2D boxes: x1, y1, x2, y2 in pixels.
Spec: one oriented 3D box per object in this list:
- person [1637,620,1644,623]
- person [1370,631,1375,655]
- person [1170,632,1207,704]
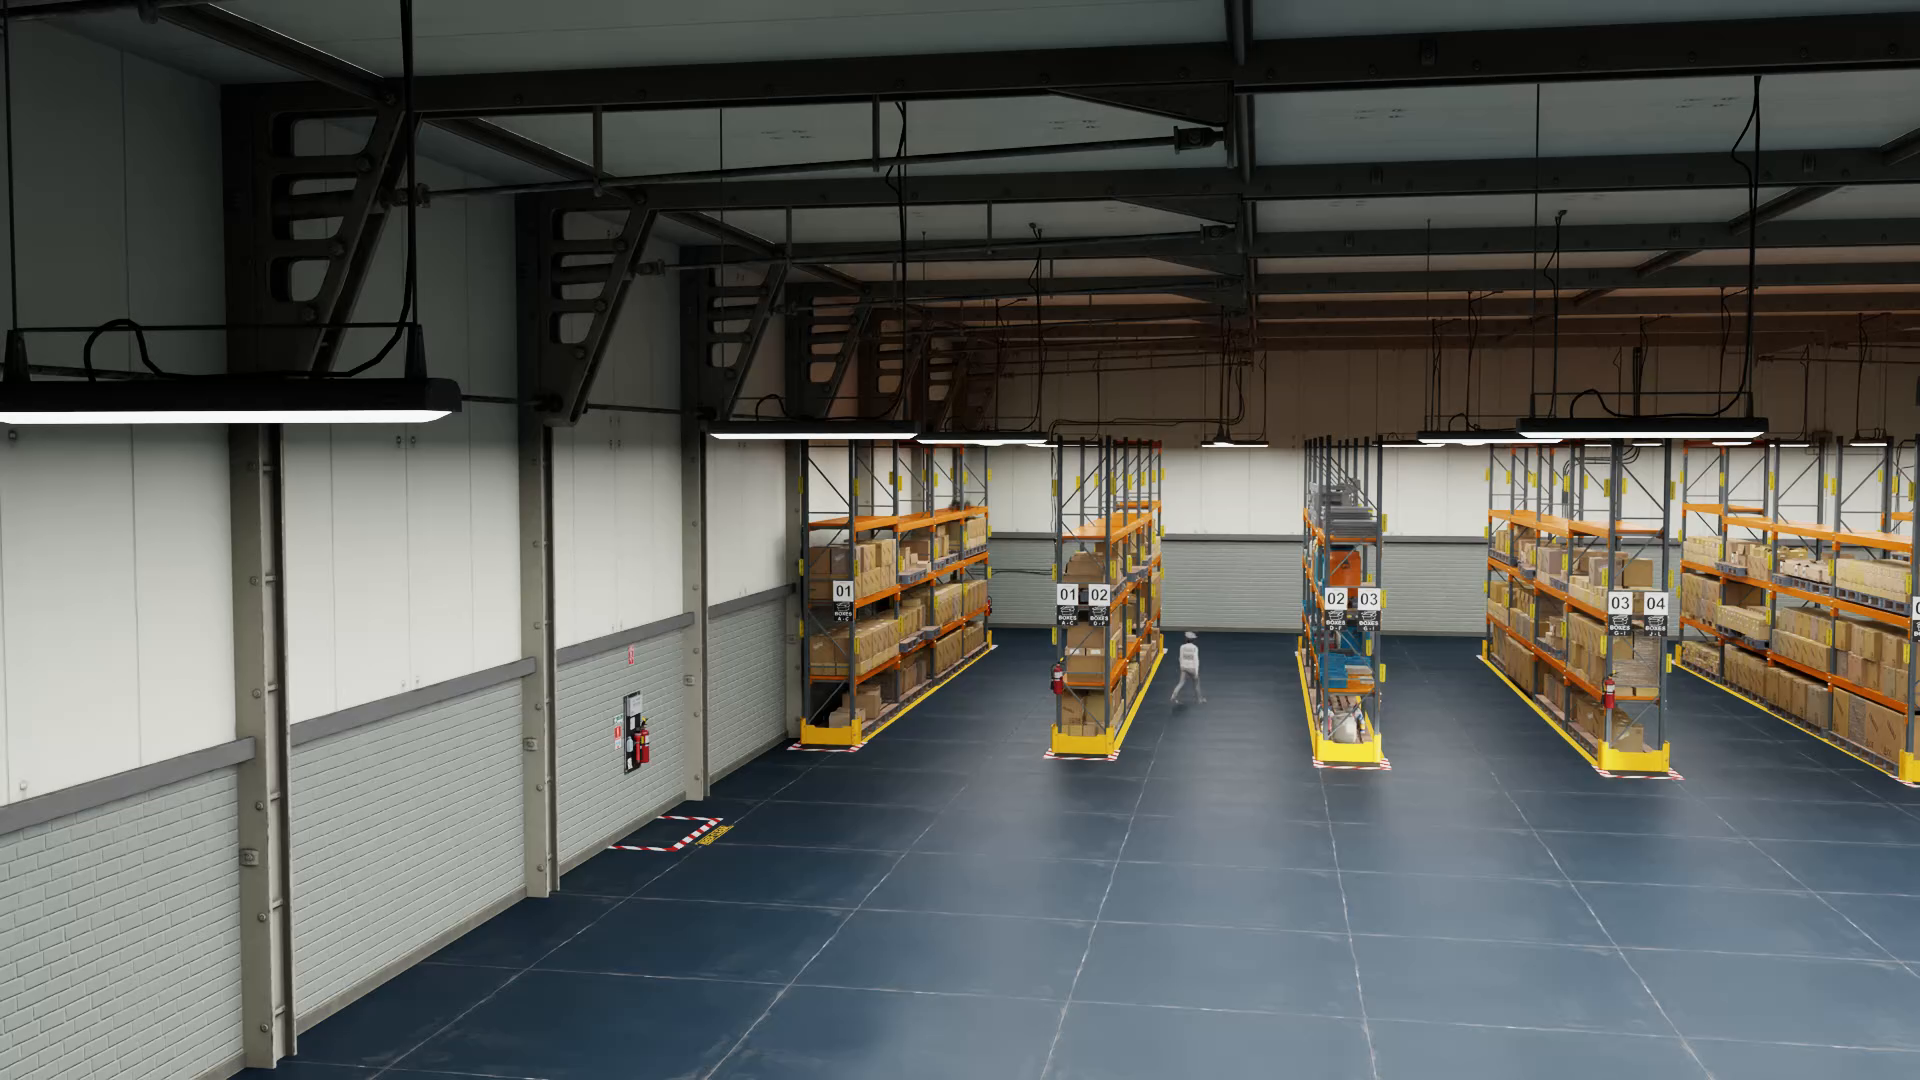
[{"bbox_3d":[19.201,2.315,47.127,0.487,1.666,1.033,1,3,22],"label":"person"},{"bbox_3d":[11.491,2.395,46.560,0.522,1.675,0.481,2,4,31],"label":"person"},{"bbox_3d":[5.163,2.877,37.298,0.974,1.647,0.520,-3,4,-41],"label":"person"}]
